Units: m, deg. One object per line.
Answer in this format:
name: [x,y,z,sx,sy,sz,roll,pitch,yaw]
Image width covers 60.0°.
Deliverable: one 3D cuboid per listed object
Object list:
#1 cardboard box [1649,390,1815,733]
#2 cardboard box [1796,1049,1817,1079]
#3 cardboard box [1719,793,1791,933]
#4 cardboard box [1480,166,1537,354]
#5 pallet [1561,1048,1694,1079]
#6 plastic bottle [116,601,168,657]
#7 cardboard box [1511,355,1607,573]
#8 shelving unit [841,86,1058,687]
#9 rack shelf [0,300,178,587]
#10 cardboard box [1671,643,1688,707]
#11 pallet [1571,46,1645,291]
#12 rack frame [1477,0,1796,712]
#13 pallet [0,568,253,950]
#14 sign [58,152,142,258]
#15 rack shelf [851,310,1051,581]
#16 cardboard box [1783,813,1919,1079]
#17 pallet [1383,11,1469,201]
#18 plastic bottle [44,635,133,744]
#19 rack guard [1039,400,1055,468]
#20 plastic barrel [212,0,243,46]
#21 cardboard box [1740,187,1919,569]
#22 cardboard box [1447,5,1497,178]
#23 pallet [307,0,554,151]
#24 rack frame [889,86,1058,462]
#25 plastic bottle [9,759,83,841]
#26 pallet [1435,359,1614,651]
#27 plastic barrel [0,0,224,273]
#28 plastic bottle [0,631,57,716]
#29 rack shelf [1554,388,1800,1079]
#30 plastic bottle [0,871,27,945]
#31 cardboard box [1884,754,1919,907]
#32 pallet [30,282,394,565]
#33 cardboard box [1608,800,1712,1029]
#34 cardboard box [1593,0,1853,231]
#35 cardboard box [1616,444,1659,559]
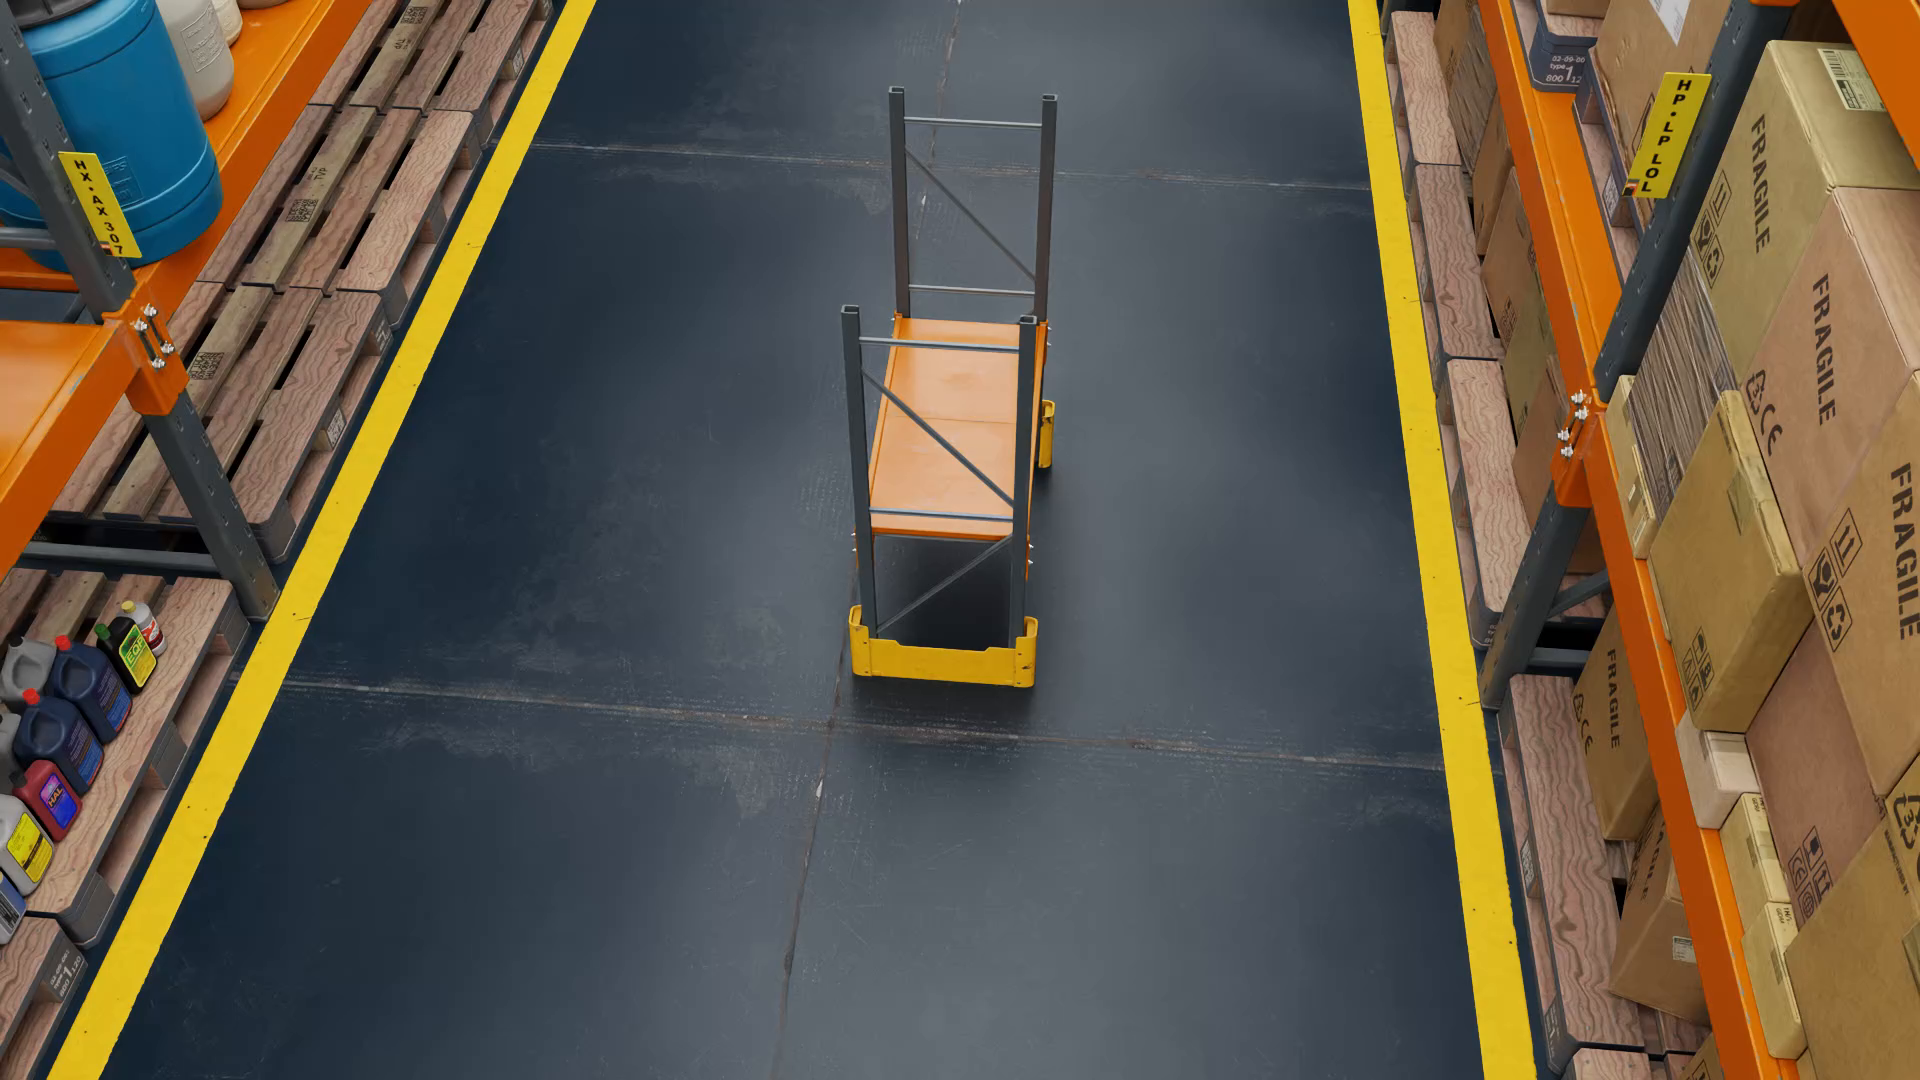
cardboard box: [1.968,0.071,3.383,0.875,0.500,0.500,4,48,4]
cardboard box: [1.732,1.026,2.949,0.380,0.149,0.250,4,48,4]
cardboard box: [1.743,0.656,3.288,0.380,0.149,0.250,4,48,4]
cardboard box: [2.342,-1.002,6.029,0.700,0.500,0.500,0,48,0]
pallet: [2.017,1.849,3.916,1.003,0.211,1.213,4,48,4]
plastic bottle: [-2.503,0.264,5.074,0.097,0.201,0.097,0,48,0]
cardboard box: [2.229,-0.241,5.334,0.700,0.500,0.500,1,48,1]
shelving unit: [-0.007,-0.450,5.145,0.587,1.500,1.083,4,48,4]
rack shelf: [-2.963,0.893,3.388,1.077,0.370,4.000,4,48,4]
cardboard box: [1.788,0.289,3.624,0.380,0.149,0.250,4,48,4]
pallet: [2.366,-0.974,4.738,1.003,0.211,1.213,4,48,4]
rack frame: [2.152,-0.487,4.162,1.000,3.000,0.127,4,48,4]
pallet: [-2.883,0.612,5.047,1.003,0.211,1.213,4,48,4]
sign: [-2.234,-0.868,4.324,0.100,0.325,0.005,4,48,4]
rack shelf: [-0.008,-0.322,5.272,0.538,0.185,1.000,4,48,4]
cardboard box: [1.936,0.809,2.708,0.875,0.500,0.500,4,48,4]
pallet: [2.443,-1.911,7.355,1.003,0.211,1.213,4,48,4]
plastic bottle: [-2.552,0.418,4.832,0.144,0.351,0.185,3,48,2]
rack guard: [0.038,-0.394,5.941,0.587,0.250,0.087,4,48,4]
plastic barrel: [-2.507,-1.735,5.398,0.301,0.262,0.301,0,48,0]
cardboard box: [1.813,-0.277,3.024,0.500,0.500,0.500,4,48,4]
cardboard box: [2.437,-1.829,6.786,0.700,0.500,0.500,0,48,0]
pallet: [-2.525,-2.251,7.666,1.003,0.211,1.213,4,48,4]
rack frame: [0.039,-0.817,5.481,0.500,1.500,0.032,4,48,4]
plastic bottle: [-2.543,0.705,4.615,0.061,0.283,0.133,7,48,6]
pallet: [2.221,-0.118,5.715,1.003,0.211,1.213,4,48,4]
plastic barrel: [-2.444,-1.253,4.523,0.600,0.901,0.708,4,48,4]
plastic bottle: [-2.696,0.409,4.841,0.144,0.351,0.185,4,48,4]
rack shelf: [1.969,1.226,3.084,1.077,0.370,4.000,4,48,4]
plastic bottle: [-2.618,0.941,4.404,0.152,0.276,0.135,5,48,4]
cardboard box: [1.733,0.458,2.351,0.500,0.500,0.500,4,48,4]
pallet: [-2.748,-0.458,6.026,1.003,0.211,1.213,4,48,4]
cardboard box: [2.031,0.928,4.278,0.500,0.500,0.500,18,50,16]
cardboard box: [2.363,-1.405,4.311,1.000,1.000,1.000,4,48,4]
cardboard box: [1.797,-0.081,3.962,0.380,0.149,0.250,4,48,4]
